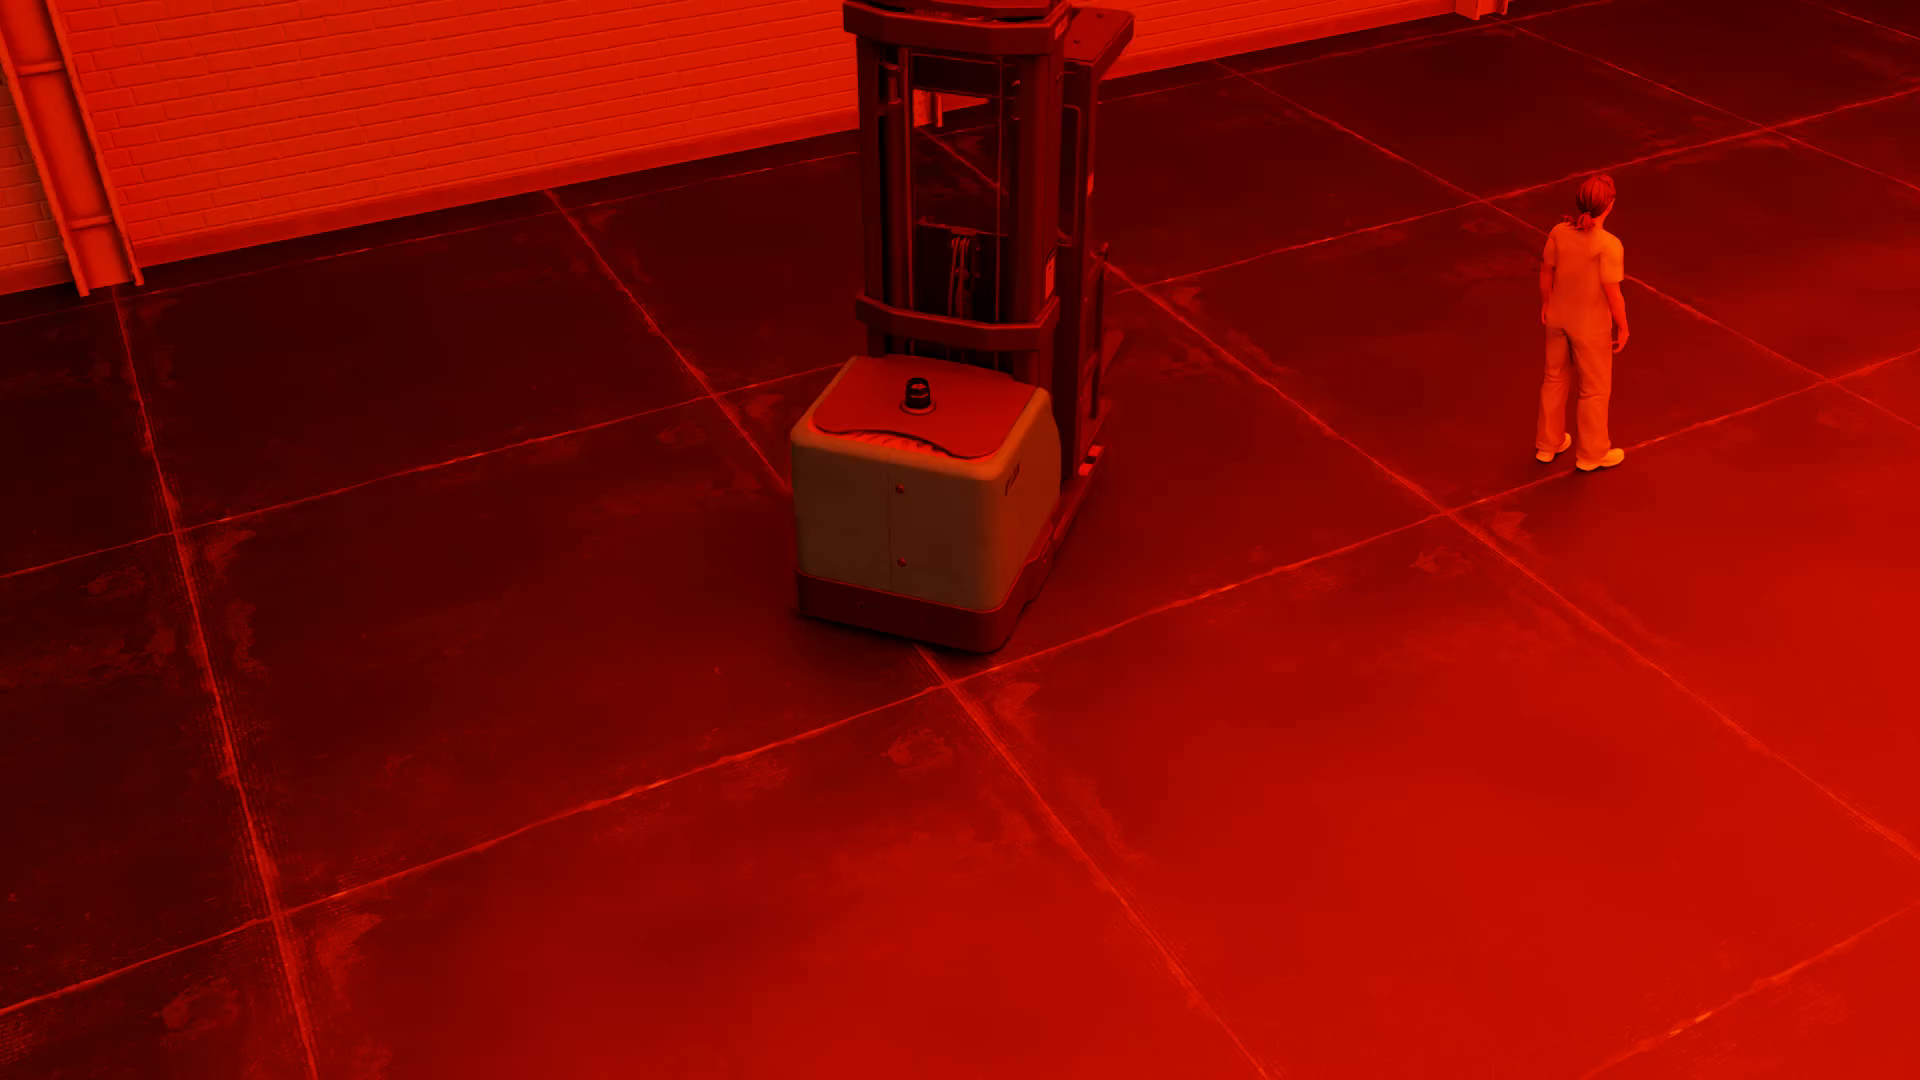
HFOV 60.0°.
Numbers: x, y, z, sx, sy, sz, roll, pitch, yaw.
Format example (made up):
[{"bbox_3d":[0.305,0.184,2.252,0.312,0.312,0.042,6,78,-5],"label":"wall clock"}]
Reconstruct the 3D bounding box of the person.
[{"bbox_3d":[3.339,-1.165,8.846,0.549,1.674,0.549,-22,41,-28],"label":"person"}]

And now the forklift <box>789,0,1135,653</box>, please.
[{"bbox_3d":[0.174,-1.517,8.269,1.130,2.935,3.031,11,37,16],"label":"forklift"}]
